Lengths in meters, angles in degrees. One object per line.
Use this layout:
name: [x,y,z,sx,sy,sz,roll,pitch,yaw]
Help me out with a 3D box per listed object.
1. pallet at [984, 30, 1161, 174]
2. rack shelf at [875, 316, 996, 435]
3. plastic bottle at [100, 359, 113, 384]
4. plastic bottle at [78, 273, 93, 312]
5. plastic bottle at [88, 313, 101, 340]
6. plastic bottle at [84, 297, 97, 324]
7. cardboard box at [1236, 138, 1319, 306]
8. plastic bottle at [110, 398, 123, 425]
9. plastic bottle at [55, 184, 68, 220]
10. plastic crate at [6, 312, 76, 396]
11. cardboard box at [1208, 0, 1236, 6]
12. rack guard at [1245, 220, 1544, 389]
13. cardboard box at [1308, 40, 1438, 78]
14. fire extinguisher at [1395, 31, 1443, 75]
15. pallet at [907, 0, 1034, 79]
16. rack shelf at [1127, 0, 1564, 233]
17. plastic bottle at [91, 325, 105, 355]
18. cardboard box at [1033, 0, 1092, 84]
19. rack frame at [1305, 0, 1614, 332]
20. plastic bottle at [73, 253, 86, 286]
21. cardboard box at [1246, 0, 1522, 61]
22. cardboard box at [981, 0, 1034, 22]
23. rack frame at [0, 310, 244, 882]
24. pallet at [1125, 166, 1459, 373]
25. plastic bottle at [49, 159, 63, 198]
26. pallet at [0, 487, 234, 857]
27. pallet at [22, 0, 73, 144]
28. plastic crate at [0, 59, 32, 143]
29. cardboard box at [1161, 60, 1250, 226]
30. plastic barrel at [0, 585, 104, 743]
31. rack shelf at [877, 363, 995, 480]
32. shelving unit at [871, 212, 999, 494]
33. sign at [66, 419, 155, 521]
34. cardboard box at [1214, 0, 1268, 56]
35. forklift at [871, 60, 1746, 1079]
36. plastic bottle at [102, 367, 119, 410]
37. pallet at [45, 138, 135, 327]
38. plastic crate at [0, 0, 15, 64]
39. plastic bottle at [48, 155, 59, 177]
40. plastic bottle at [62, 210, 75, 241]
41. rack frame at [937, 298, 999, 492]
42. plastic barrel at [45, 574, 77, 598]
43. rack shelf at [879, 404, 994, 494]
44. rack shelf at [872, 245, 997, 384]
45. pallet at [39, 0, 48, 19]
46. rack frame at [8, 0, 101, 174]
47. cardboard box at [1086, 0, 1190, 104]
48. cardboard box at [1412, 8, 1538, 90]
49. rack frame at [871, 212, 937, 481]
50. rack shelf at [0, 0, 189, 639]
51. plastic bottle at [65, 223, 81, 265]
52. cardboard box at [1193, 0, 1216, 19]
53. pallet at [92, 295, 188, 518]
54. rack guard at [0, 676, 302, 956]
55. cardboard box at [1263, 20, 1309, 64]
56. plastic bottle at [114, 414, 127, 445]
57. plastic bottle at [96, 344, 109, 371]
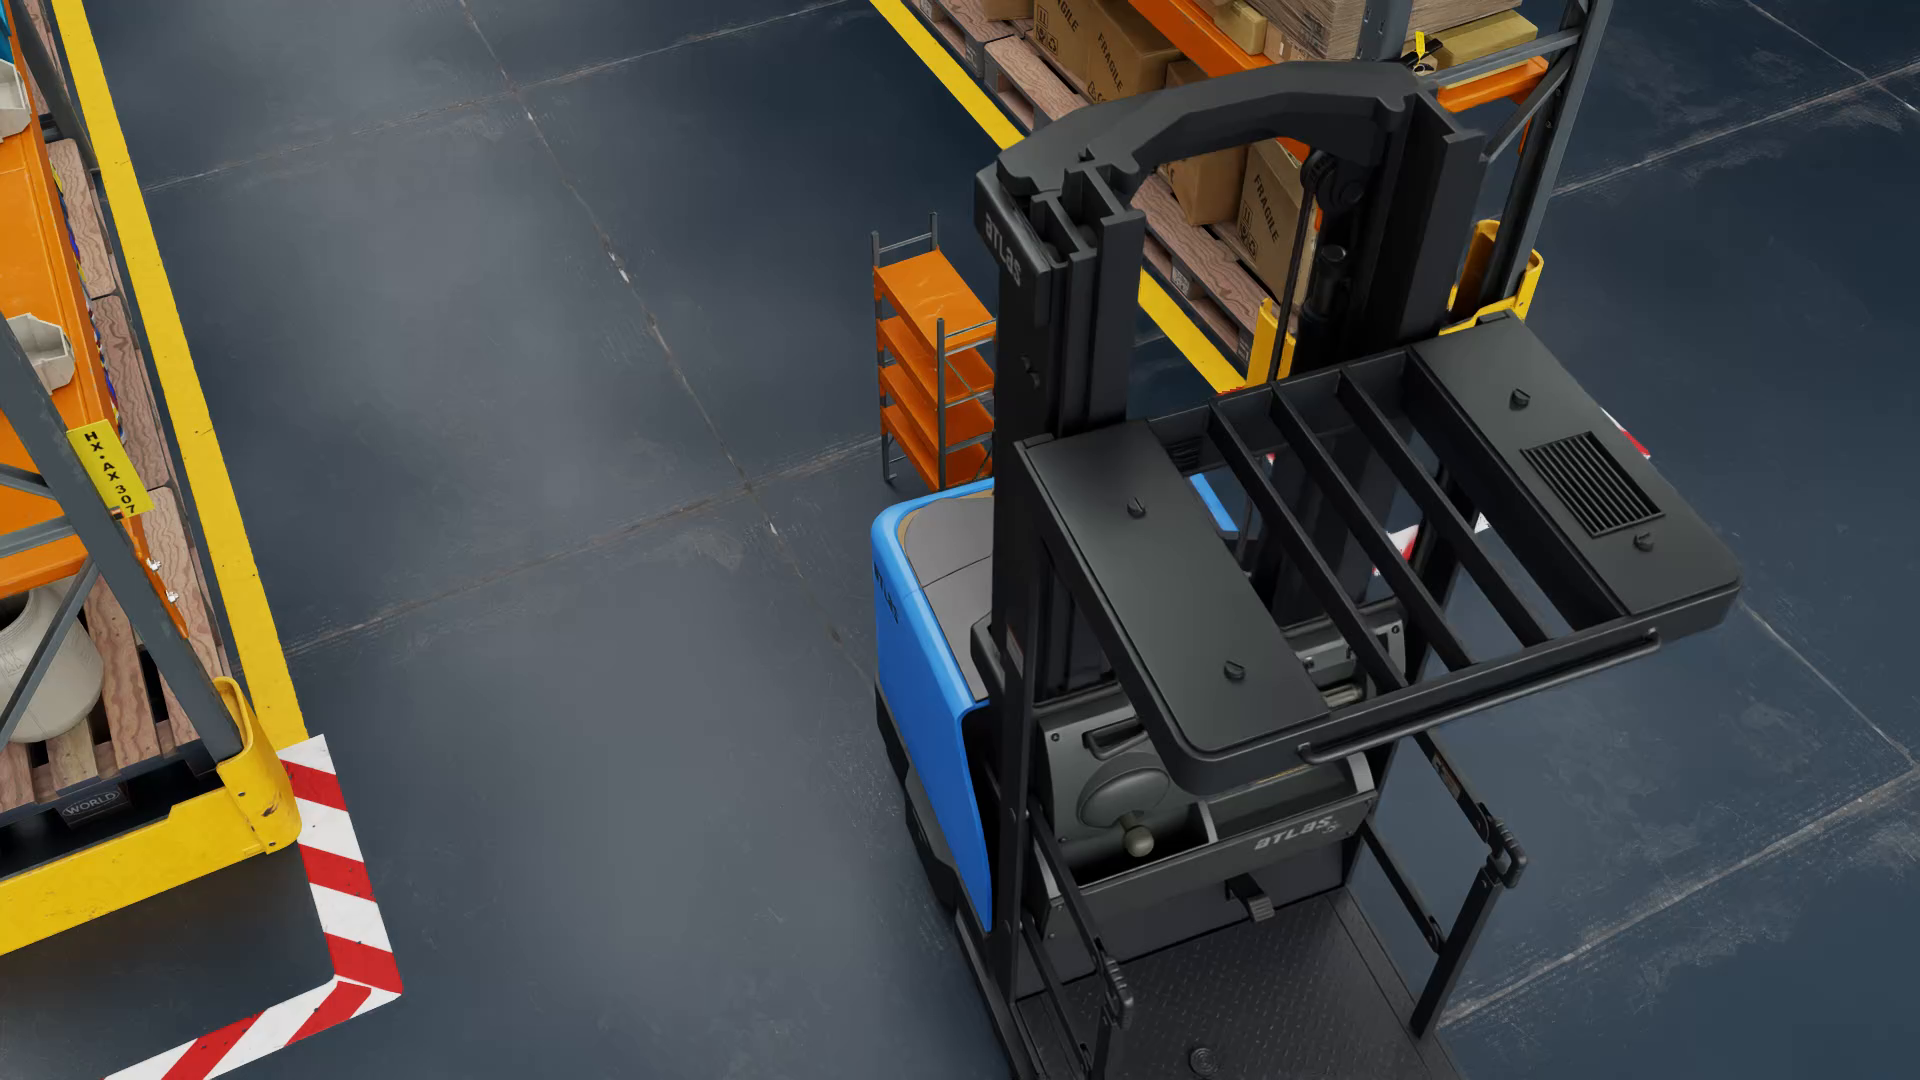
pallet: [0.828,-2.107,7.953,1.003,0.211,1.213,-21,52,-18]
rack shelf: [-0.076,-0.609,5.778,0.258,0.148,0.480,-21,52,-18]
plastic bottle: [-3.356,-0.694,6.384,0.097,0.271,0.097,0,49,0]
plastic bottle: [-3.620,-1.036,6.680,0.152,0.276,0.135,-20,52,-17]
plastic bottle: [-3.495,-0.896,6.561,0.097,0.271,0.097,0,49,0]
plastic bottle: [-3.541,-0.941,6.647,0.097,0.201,0.097,0,49,0]
cardboard box: [1.486,-1.342,6.813,0.500,0.500,0.500,-13,50,-11]
plastic bottle: [-3.247,-0.511,6.271,0.097,0.201,0.097,0,49,0]
plastic bottle: [-3.926,-1.515,7.050,0.144,0.351,0.185,-22,53,-18]
plastic crate: [-2.770,-0.520,4.887,0.298,0.136,0.250,-21,52,-18]
cardboard box: [1.194,-2.405,6.096,0.875,0.500,0.500,-21,52,-18]
rack guard: [1.722,-0.831,6.644,1.175,0.500,0.348,-21,52,-18]
cardboard box: [1.443,-1.640,5.858,0.380,0.149,0.250,-21,52,-18]
fire extinguisher: [1.400,-1.342,5.482,0.296,0.674,0.183,-21,52,-18]
pallet: [0.265,-2.925,8.668,1.003,0.211,1.213,-21,52,-18]
rack shelf: [0.842,-2.705,7.101,1.077,0.370,4.000,-21,52,-18]
plastic bottle: [-3.447,-0.804,6.527,0.097,0.201,0.097,0,49,0]
cardboard box: [0.697,-2.545,7.864,0.500,0.500,0.500,-26,54,-21]
rack frame: [1.757,-1.603,5.659,1.000,3.000,0.127,-21,52,-18]
plastic bottle: [-3.691,-1.170,6.748,0.144,0.351,0.185,-21,52,-18]
cardboard box: [1.530,-2.111,5.840,0.875,0.500,0.500,-21,52,-18]
cardboard box: [0.343,-2.933,8.204,0.500,0.500,0.500,-7,49,-6]
rack frame: [-2.647,0.103,4.167,1.000,3.000,0.127,-21,52,-18]
pallet: [1.382,-1.292,7.239,1.003,0.211,1.213,-21,52,-18]
plastic bottle: [-3.964,-1.616,7.183,0.061,0.283,0.133,-19,51,-16]
pallet: [-3.091,0.441,5.724,1.003,0.211,1.213,-21,52,-18]
pallet: [-4.871,-2.168,8.006,1.003,0.211,1.213,-21,52,-18]
plastic crate: [-3.509,-1.488,5.734,0.530,0.136,0.437,-21,52,-18]
cardboard box: [1.182,-1.730,7.152,0.500,0.500,0.500,-9,49,-8]
plastic barrel: [-3.016,0.370,5.308,0.421,0.512,0.421,0,49,0]
rack shelf: [-0.076,-0.462,5.946,0.258,0.148,0.480,-21,52,-18]
shelving unit: [-0.076,-0.506,5.895,0.258,1.200,0.503,-21,52,-18]
sign: [-2.156,-0.175,4.226,0.100,0.325,0.005,-21,52,-18]
cardboard box: [1.169,-1.957,6.136,0.380,0.149,0.250,-21,52,-18]
forklift: [0.713,0.566,3.808,1.130,2.935,3.031,-16,51,-13]
plastic bottle: [-3.287,-0.626,6.317,0.061,0.283,0.133,-20,52,-17]
pallet: [-4.207,-1.192,7.152,1.003,0.211,1.213,-21,52,-18]
plastic crate: [-3.729,-1.878,5.998,0.499,0.251,0.616,-21,52,-18]
plastic bottle: [-4.034,-1.662,7.278,0.097,0.201,0.097,0,49,0]
plastic bottle: [-3.839,-1.387,6.937,0.144,0.351,0.185,-24,53,-19]
rack frame: [0.036,-0.342,5.752,0.240,1.200,0.015,-21,52,-18]
plastic barrel: [-3.245,0.034,5.601,0.421,0.512,0.421,0,49,0]
rack shelf: [-0.076,-0.331,6.095,0.258,0.148,0.480,-21,52,-18]
rack shelf: [-0.076,-0.765,5.599,0.258,0.148,0.480,-21,52,-18]
pallet: [-5.433,-2.986,8.721,1.003,0.211,1.213,-21,52,-18]
rack frame: [-4.477,-2.574,6.509,1.000,3.000,0.127,-21,52,-18]
cardboard box: [0.913,-2.156,7.524,0.500,0.500,0.500,-17,51,-14]
cardboard box: [1.839,-1.793,5.992,0.380,0.149,0.250,-21,52,-18]
rack frame: [-0.187,-0.669,6.038,0.240,1.200,0.015,-21,52,-18]
rack shelf: [-3.562,-0.999,5.609,1.077,0.370,4.000,-21,52,-18]
plastic bottle: [-3.727,-1.270,6.880,0.061,0.283,0.133,-18,51,-15]
cardboard box: [1.068,-2.130,6.287,0.380,0.149,0.250,-21,52,-18]
pallet: [-3.645,-0.375,6.437,1.003,0.211,1.213,-21,52,-18]
rack guard: [-2.724,0.891,5.138,1.175,0.500,0.348,-21,52,-18]
cardboard box: [1.329,-1.807,6.005,0.380,0.149,0.250,-21,52,-18]
plastic bottle: [-3.199,-0.464,6.184,0.097,0.271,0.097,0,49,0]
plastic bottle: [-3.402,-0.761,6.443,0.097,0.271,0.097,0,49,0]
